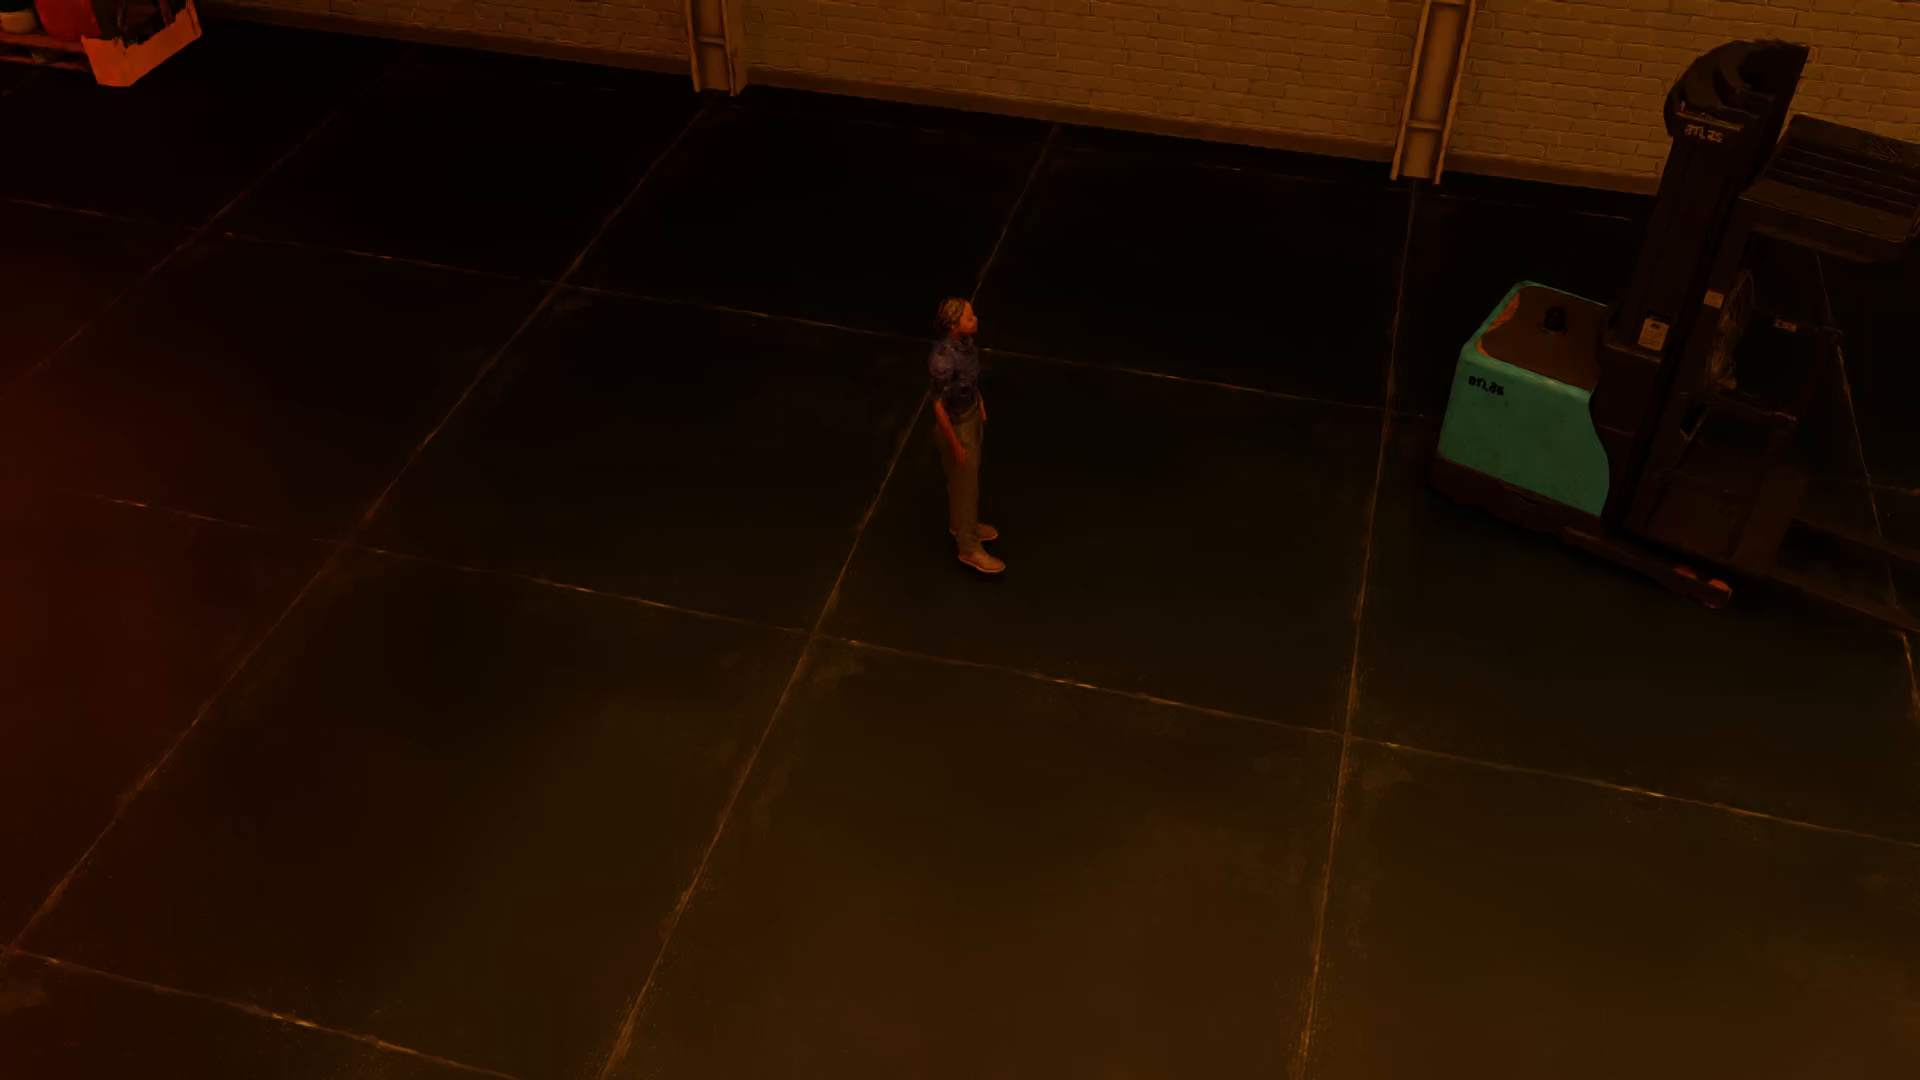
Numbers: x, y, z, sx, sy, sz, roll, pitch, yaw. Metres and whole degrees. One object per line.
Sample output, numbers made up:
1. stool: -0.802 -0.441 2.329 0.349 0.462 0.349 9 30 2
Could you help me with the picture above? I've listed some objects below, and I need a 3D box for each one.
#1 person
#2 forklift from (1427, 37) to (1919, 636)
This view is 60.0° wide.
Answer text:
1. person: 0.079 -0.630 9.478 0.504 1.654 0.570 10 42 11
2. forklift: 4.423 -1.108 9.126 3.031 2.935 1.130 25 47 26
